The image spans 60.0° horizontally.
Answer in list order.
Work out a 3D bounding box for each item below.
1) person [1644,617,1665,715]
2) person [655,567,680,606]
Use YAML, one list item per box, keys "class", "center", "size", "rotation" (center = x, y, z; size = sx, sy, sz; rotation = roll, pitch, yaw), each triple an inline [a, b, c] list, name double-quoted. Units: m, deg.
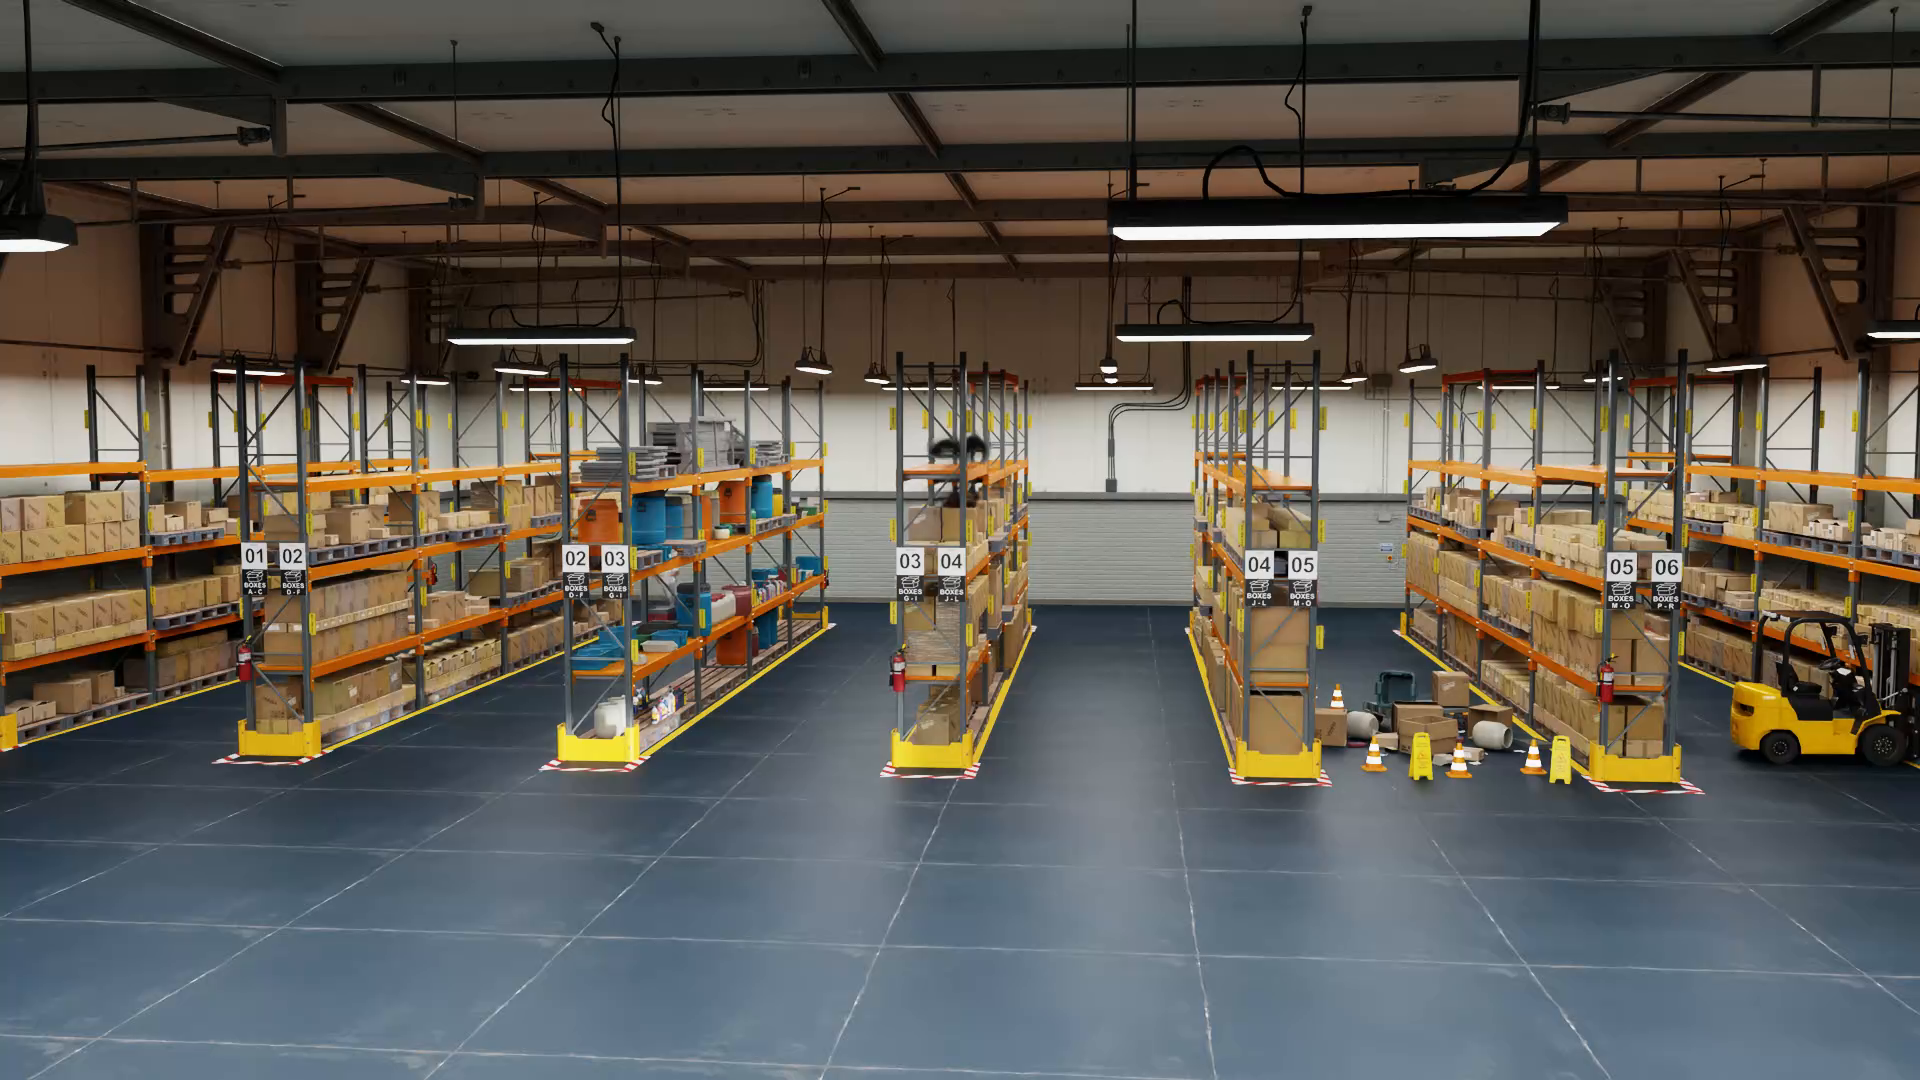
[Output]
- class: "person"
  center: [11.620, 2.166, 28.158]
  size: [0.667, 1.707, 1.000]
  rotation: [0, 4, -2]
- class: "person"
  center: [-7.478, 1.144, 42.501]
  size: [0.616, 1.731, 0.795]
  rotation: [-2, 4, -25]
